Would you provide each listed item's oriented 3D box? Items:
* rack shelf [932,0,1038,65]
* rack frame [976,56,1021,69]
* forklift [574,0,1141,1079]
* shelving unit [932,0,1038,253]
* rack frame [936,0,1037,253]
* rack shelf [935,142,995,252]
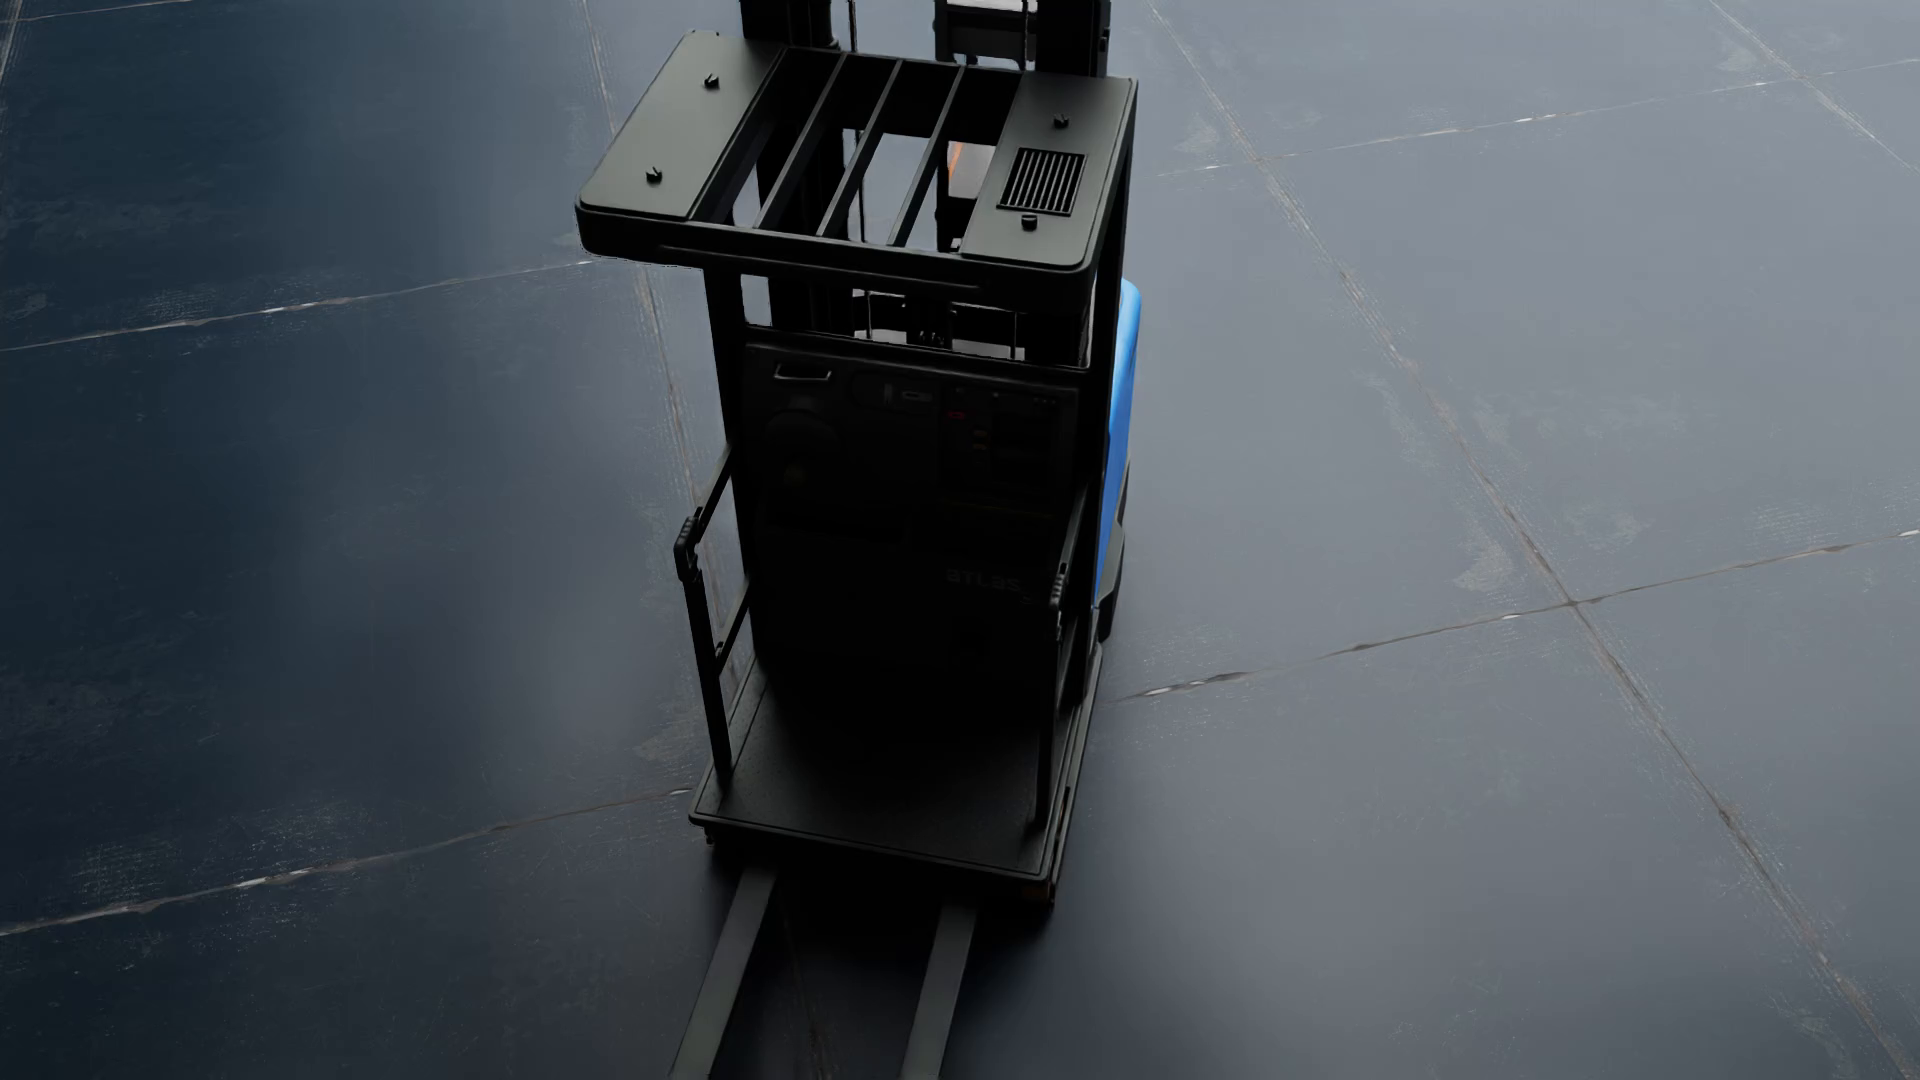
[{"bbox_3d":[0.173,-1.635,5.421,0.431,0.518,0.480,9,46,8],"label":"rack shelf"},{"bbox_3d":[0.224,-1.326,6.079,0.400,2.100,0.015,9,46,8],"label":"rack frame"},{"bbox_3d":[-0.185,-0.204,4.398,1.130,2.935,3.031,9,46,8],"label":"forklift"},{"bbox_3d":[0.173,-1.155,5.912,0.431,2.100,0.503,9,46,8],"label":"shelving unit"},{"bbox_3d":[0.123,-0.985,5.745,0.400,2.100,0.015,9,46,8],"label":"rack frame"},{"bbox_3d":[0.173,-1.145,5.921,0.431,0.518,0.480,9,46,8],"label":"rack shelf"}]
